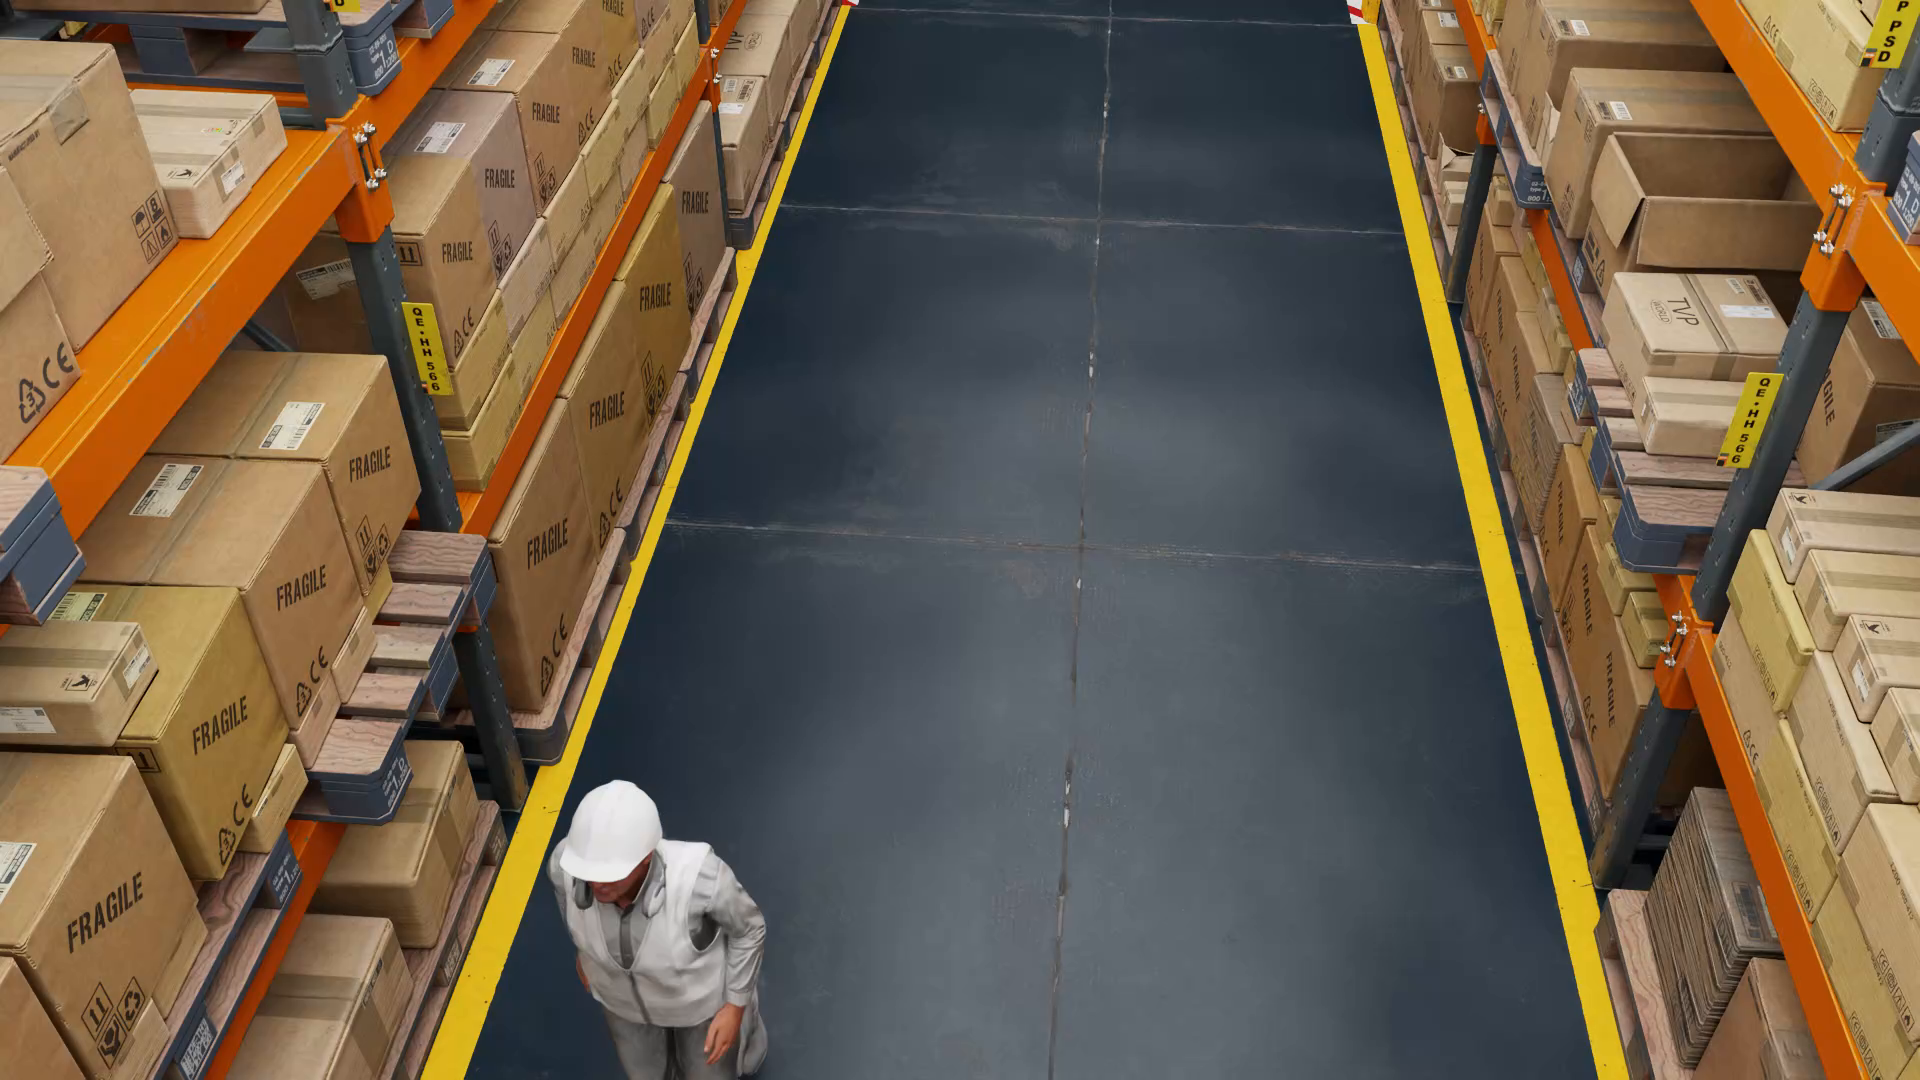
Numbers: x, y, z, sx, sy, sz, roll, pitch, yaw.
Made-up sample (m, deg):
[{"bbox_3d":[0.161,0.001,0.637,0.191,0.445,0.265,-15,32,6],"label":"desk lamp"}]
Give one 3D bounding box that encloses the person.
[{"bbox_3d":[-0.821,1.185,4.733,0.624,1.735,0.692,5,40,6],"label":"person"}]
